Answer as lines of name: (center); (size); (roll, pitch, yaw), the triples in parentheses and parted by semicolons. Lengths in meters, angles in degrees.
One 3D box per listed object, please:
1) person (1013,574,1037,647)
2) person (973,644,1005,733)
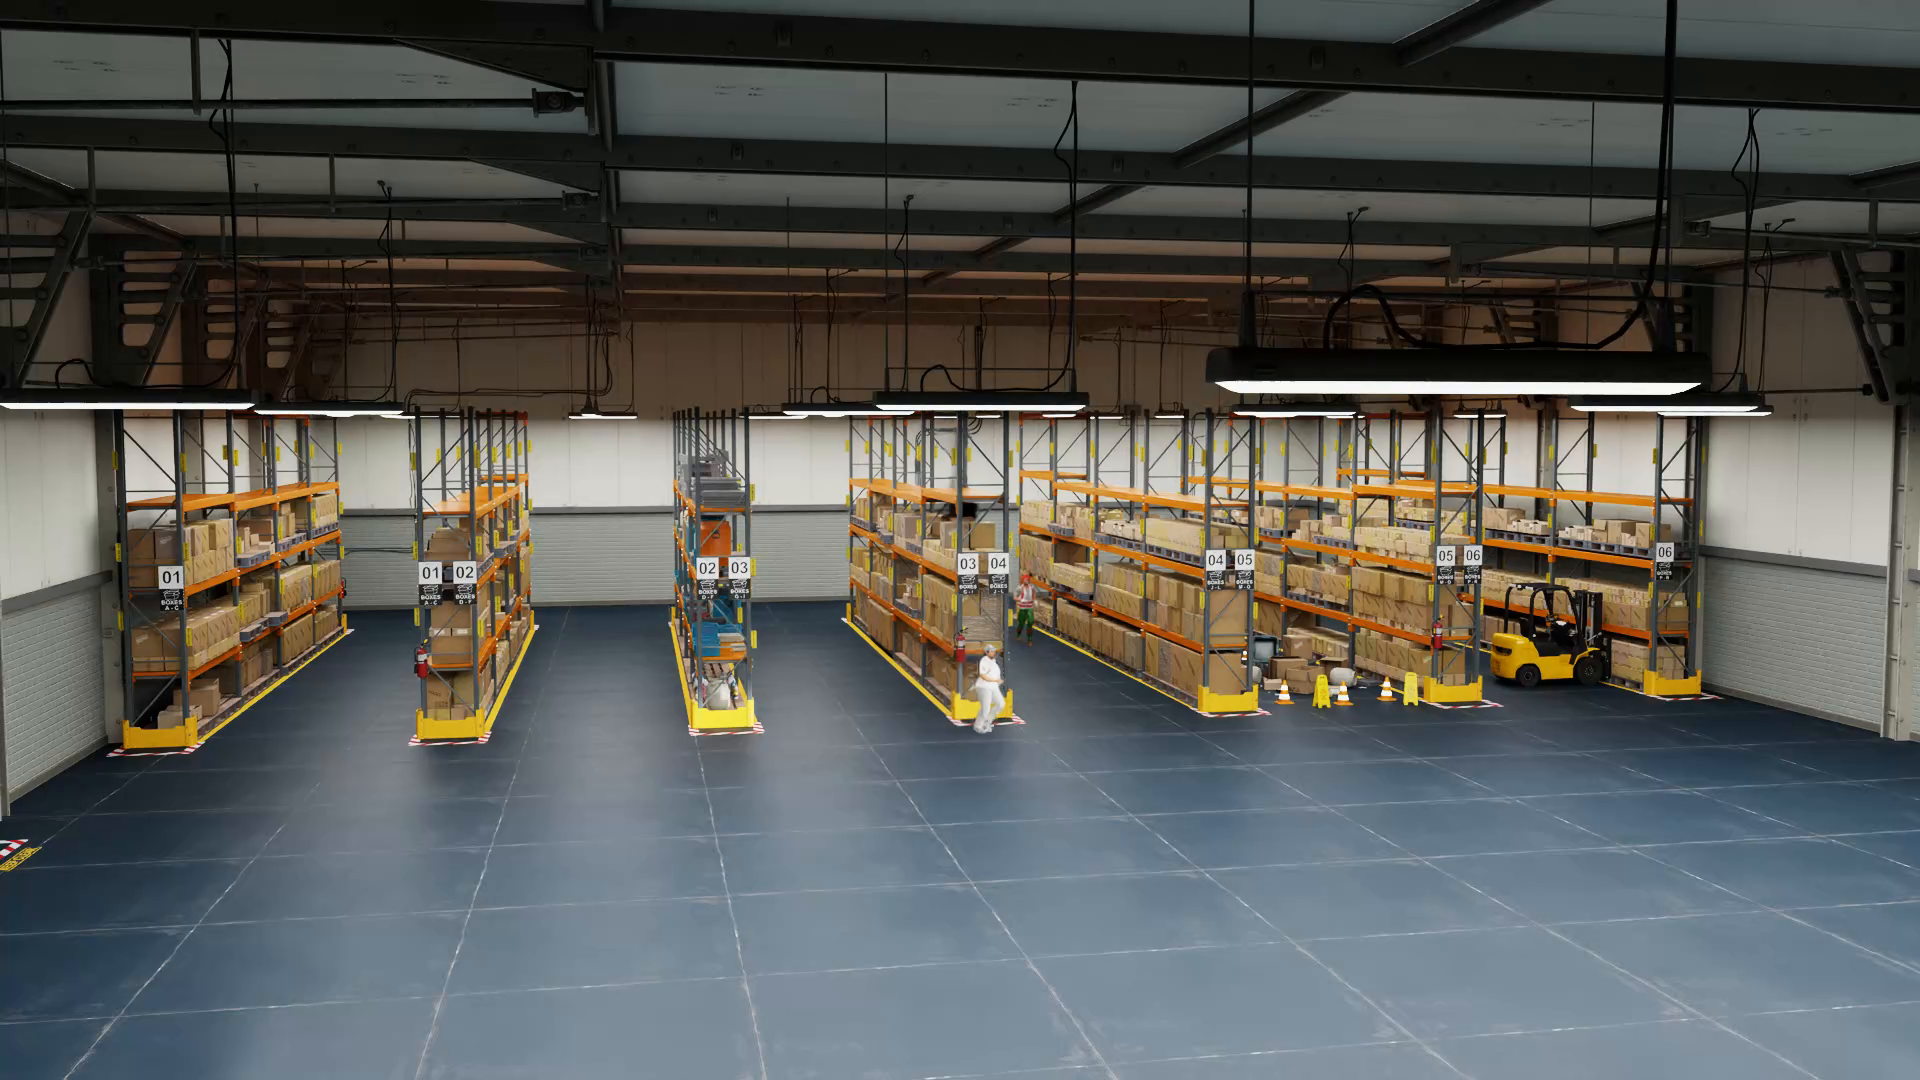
person: (1.676, 1.795, 42.709); (0.680, 1.839, 0.842); (-1, 4, -17)
person: (0.573, 2.738, 30.543); (0.652, 1.654, 0.635); (3, 5, 33)
